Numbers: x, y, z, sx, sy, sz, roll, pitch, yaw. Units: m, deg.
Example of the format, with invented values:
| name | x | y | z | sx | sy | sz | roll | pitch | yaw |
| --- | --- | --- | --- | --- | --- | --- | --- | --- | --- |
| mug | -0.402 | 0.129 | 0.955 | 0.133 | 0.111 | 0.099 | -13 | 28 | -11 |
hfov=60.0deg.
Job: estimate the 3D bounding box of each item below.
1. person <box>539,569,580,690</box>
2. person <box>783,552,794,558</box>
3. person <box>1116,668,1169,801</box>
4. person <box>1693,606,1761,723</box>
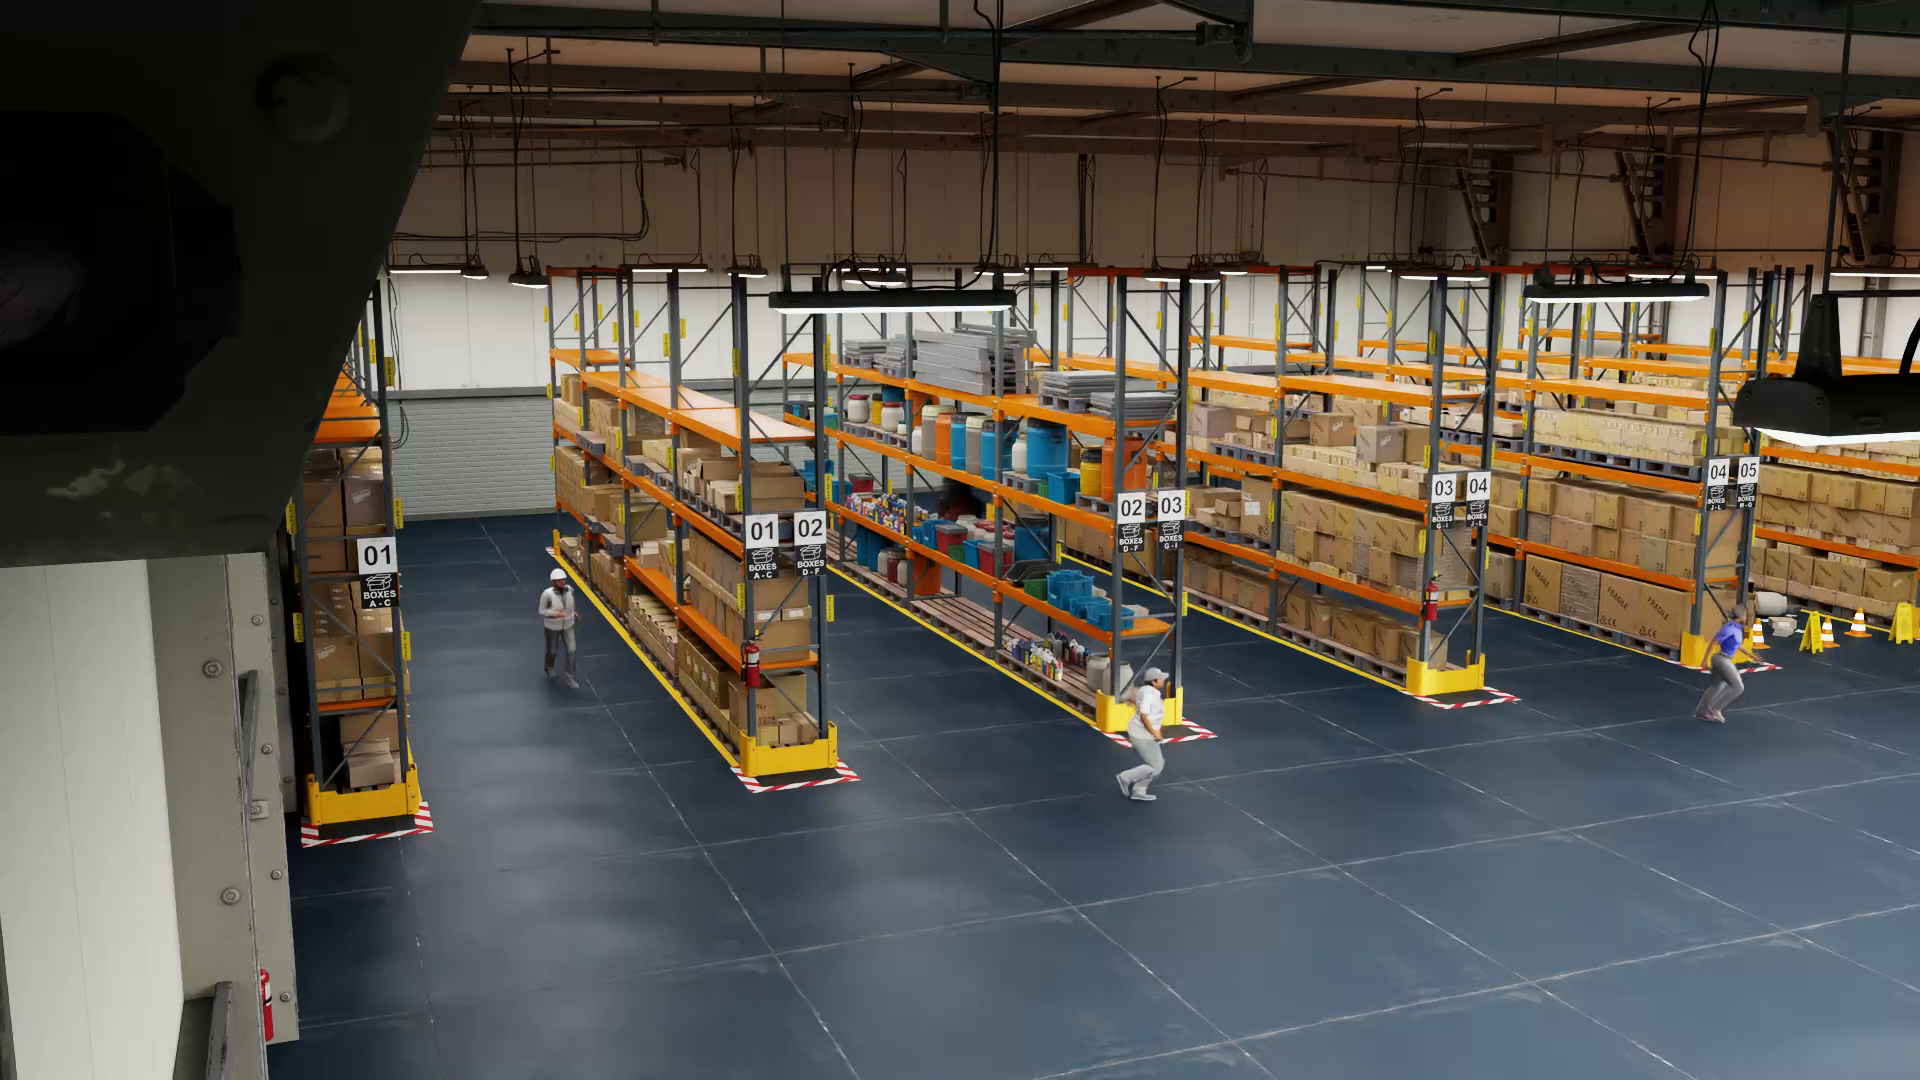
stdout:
| name | x | y | z | sx | sy | sz | roll | pitch | yaw |
| --- | --- | --- | --- | --- | --- | --- | --- | --- | --- |
| person | -5.881 | 1.262 | 24.340 | 0.657 | 1.759 | 0.985 | -6 | 12 | -32 |
| person | -3.178 | -0.076 | 30.815 | 0.577 | 1.677 | 0.647 | -4 | 11 | -21 |
| person | 2.102 | 2.252 | 19.201 | 0.596 | 1.592 | 0.606 | 0 | 10 | 0 |
| person | 10.363 | 1.668 | 22.399 | 0.769 | 1.607 | 0.562 | 5 | 11 | 26 |
